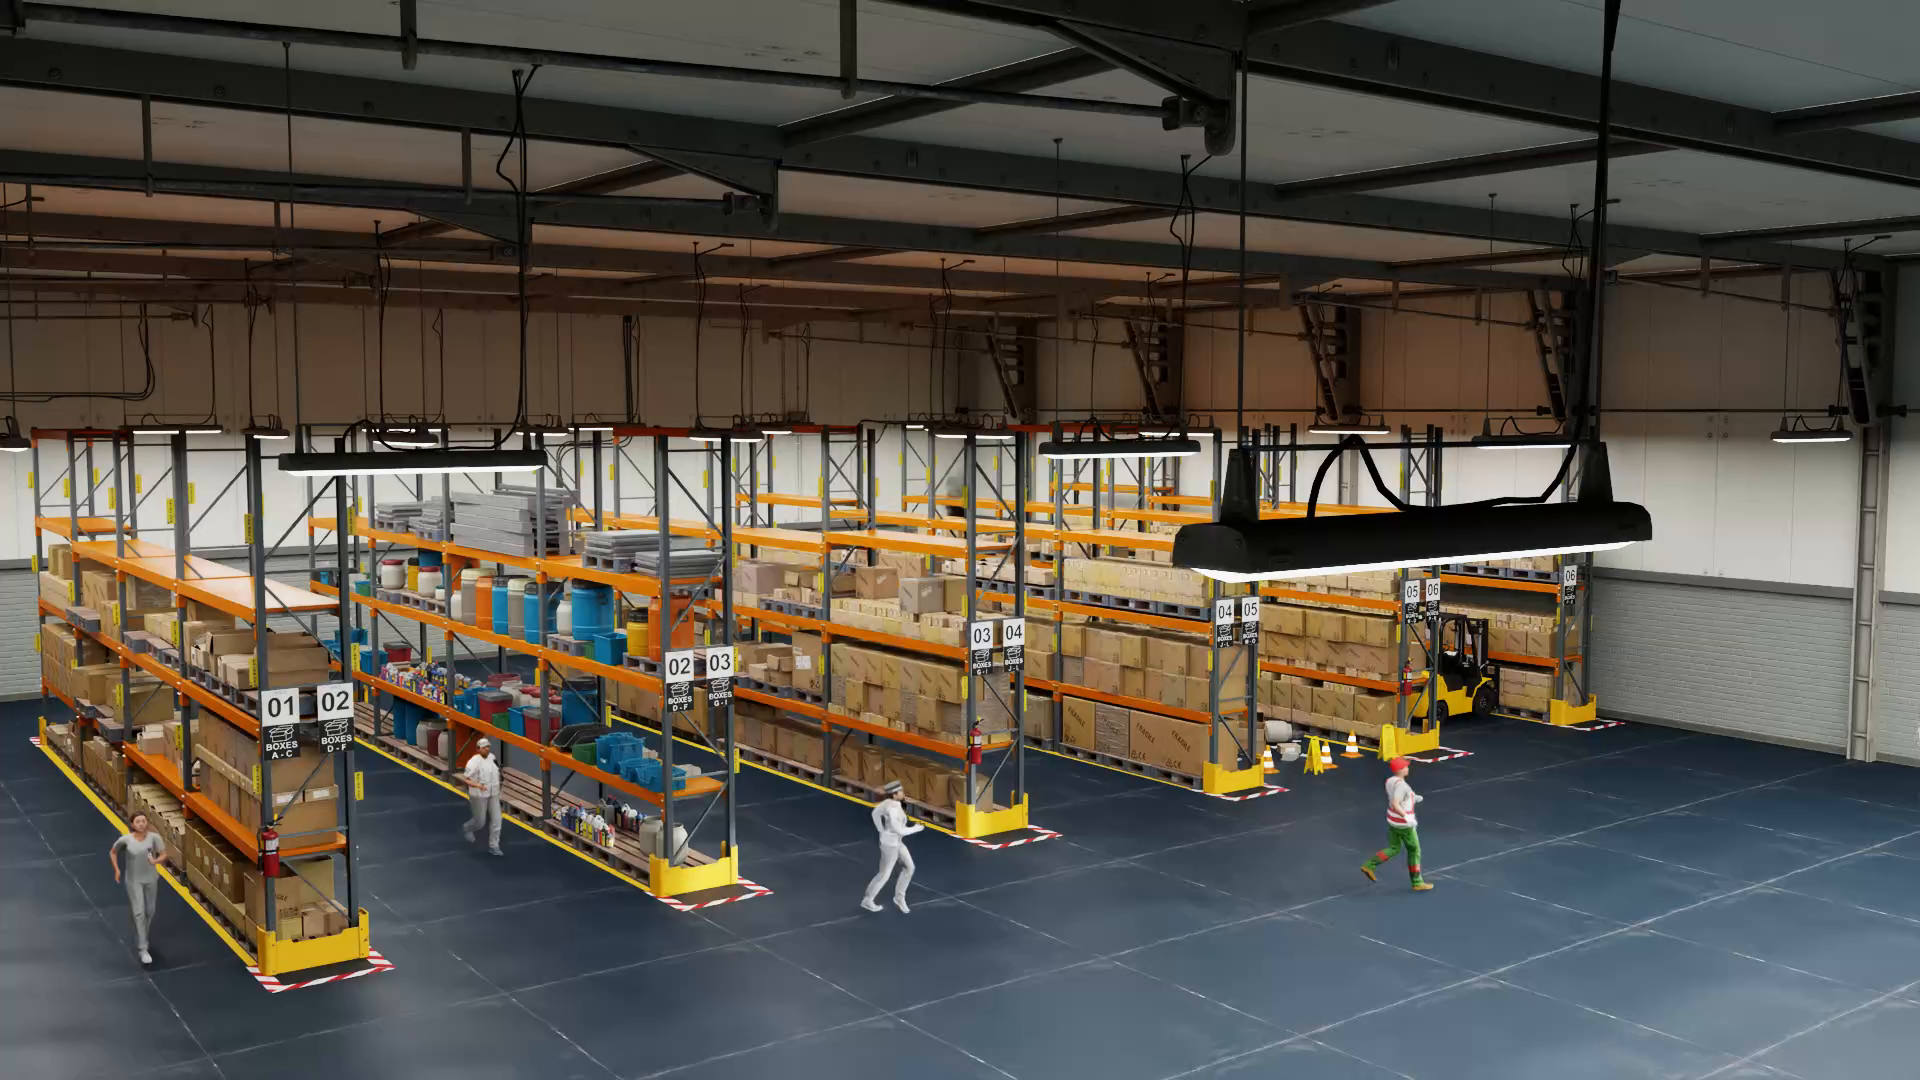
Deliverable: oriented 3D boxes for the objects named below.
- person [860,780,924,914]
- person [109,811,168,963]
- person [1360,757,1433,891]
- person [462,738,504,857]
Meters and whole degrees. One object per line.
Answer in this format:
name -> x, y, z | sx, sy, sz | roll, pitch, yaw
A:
person -> -0.851, 3.858, 20.837 | 0.798, 1.730, 0.573 | 0, 4, -2
person -> -9.474, 3.954, 19.233 | 0.566, 1.664, 0.948 | -3, 6, -37
person -> 5.758, 3.720, 21.806 | 0.967, 1.768, 0.667 | -1, 5, -9
person -> -6.796, 3.648, 23.741 | 0.849, 1.658, 0.607 | 4, 6, 44
